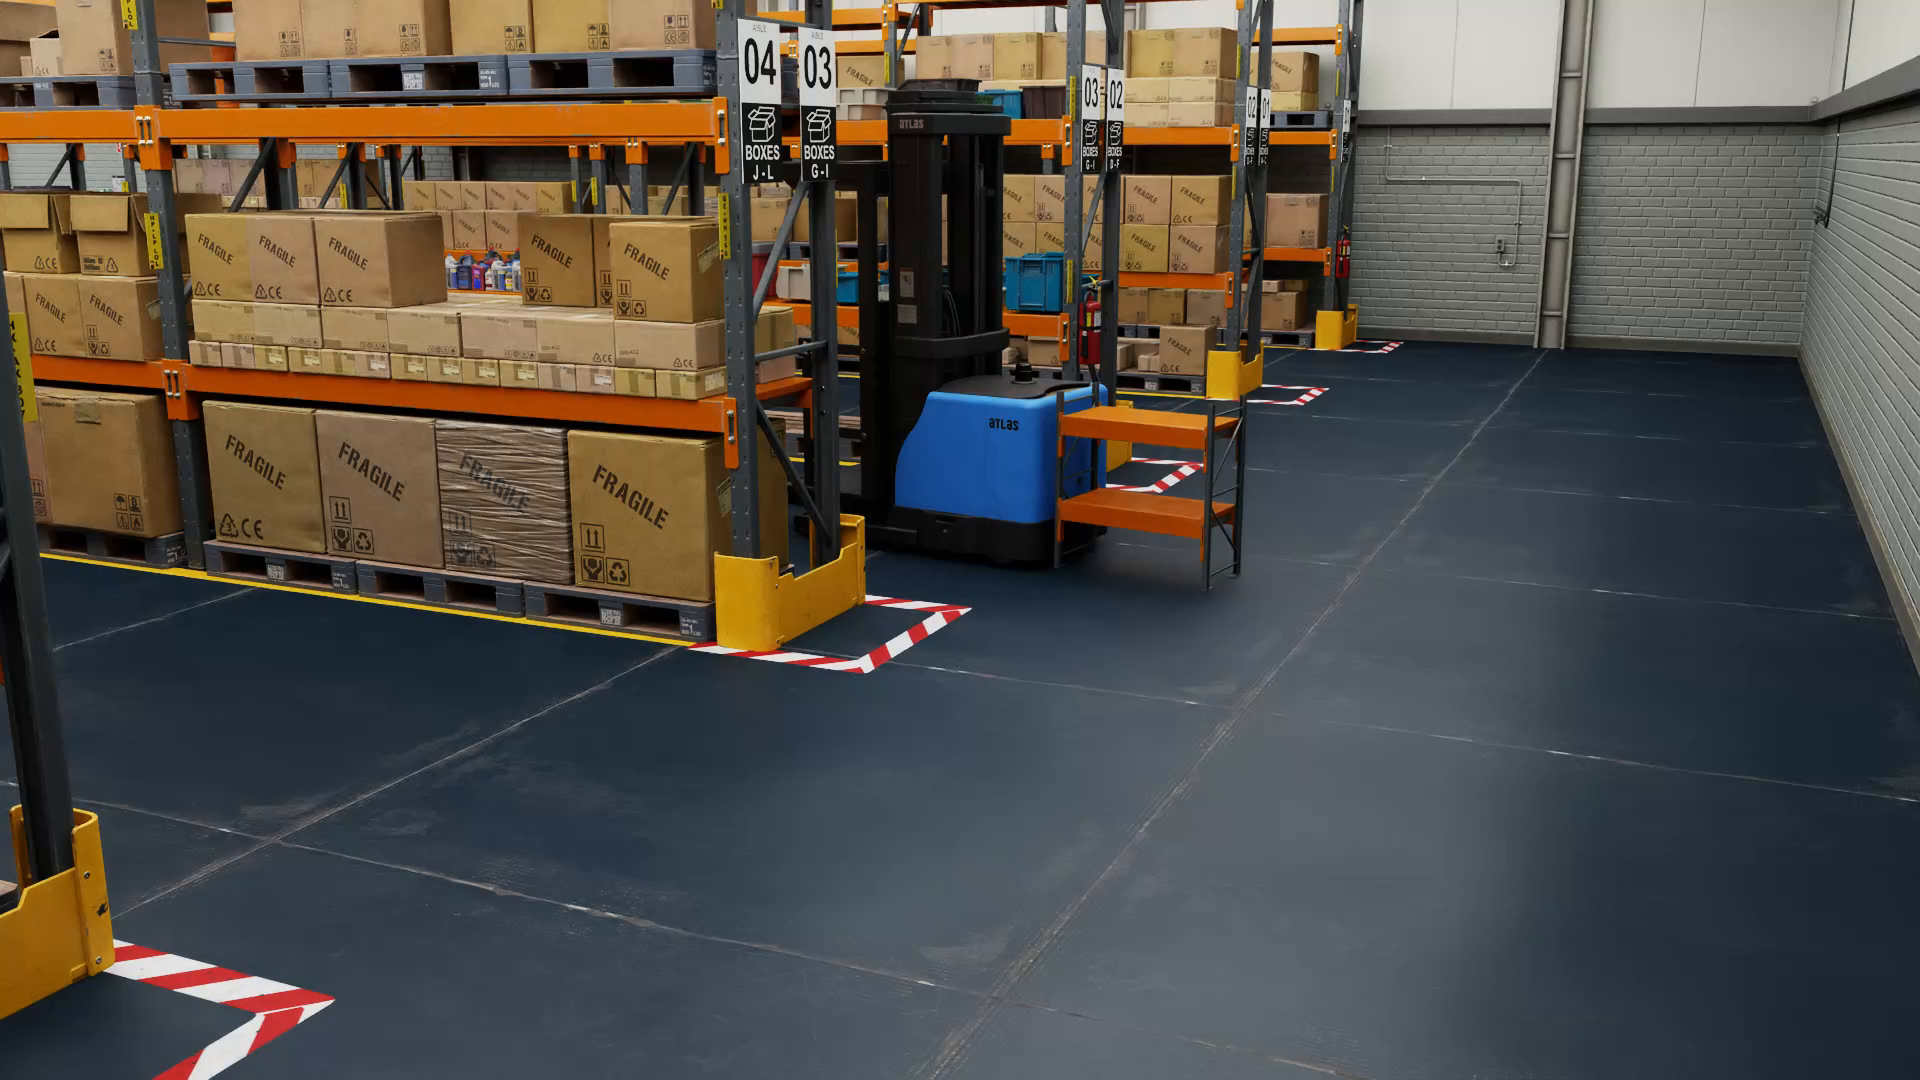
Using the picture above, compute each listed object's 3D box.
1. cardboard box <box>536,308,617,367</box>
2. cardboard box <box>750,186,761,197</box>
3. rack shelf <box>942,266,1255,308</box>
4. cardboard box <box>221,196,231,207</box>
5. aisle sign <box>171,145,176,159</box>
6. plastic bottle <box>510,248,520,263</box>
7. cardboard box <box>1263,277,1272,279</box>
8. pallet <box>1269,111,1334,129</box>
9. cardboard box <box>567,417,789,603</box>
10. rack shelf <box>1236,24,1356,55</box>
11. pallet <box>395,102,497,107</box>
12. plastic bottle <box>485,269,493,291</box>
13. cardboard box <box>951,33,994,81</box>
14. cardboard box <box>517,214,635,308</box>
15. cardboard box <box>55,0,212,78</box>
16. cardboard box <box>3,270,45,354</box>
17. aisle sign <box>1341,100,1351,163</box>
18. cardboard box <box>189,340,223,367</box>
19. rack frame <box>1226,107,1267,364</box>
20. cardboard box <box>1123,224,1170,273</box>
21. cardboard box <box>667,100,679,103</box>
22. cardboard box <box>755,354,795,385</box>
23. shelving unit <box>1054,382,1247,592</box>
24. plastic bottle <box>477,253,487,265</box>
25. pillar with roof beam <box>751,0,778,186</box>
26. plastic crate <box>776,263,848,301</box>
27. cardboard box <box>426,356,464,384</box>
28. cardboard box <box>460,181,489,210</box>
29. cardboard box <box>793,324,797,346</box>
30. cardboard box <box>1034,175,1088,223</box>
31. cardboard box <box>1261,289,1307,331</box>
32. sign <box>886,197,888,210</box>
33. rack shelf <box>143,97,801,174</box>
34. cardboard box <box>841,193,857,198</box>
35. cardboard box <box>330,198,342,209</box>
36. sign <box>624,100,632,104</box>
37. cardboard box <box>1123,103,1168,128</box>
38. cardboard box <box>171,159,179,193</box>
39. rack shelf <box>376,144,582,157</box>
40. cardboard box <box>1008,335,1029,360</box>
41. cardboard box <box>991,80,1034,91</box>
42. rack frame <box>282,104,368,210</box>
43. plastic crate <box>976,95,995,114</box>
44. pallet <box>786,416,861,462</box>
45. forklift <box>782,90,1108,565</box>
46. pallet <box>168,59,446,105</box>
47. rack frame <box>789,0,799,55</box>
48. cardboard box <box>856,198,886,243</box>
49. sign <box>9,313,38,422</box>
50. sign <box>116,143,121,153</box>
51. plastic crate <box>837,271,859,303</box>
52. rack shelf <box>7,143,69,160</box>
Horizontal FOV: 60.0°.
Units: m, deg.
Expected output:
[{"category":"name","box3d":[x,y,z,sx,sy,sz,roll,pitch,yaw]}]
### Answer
[{"category":"cardboard box","box3d":[-1.961,-1.114,9.112,0.500,0.250,0.500,6,14,22]},{"category":"cardboard box","box3d":[-3.198,-5.200,25.666,0.500,0.500,0.700,4,14,18]},{"category":"rack shelf","box3d":[1.241,-2.909,18.661,4.000,0.370,1.077,6,14,23]},{"category":"cardboard box","box3d":[-10.110,-4.719,23.161,0.250,0.149,0.380,6,14,23]},{"category":"aisle sign","box3d":[-11.501,-5.888,24.089,0.004,0.787,0.394,6,14,23]},{"category":"plastic bottle","box3d":[-4.248,-2.649,16.087,0.185,0.351,0.144,6,14,23]},{"category":"cardboard box","box3d":[4.124,-3.533,22.879,0.250,0.149,0.380,6,14,23]},{"category":"pallet","box3d":[4.390,-5.593,22.151,1.213,0.211,1.003,6,14,23]},{"category":"cardboard box","box3d":[-1.564,-0.218,9.349,0.875,0.875,0.875,6,14,23]},{"category":"rack shelf","box3d":[3.244,-6.670,22.432,4.000,0.370,1.077,6,14,23]},{"category":"pallet","box3d":[-4.392,-3.935,15.305,1.213,0.211,1.003,6,14,23]},{"category":"plastic bottle","box3d":[-4.336,-2.402,15.359,0.097,0.201,0.097,0,13,0]},{"category":"cardboard box","box3d":[0.272,-5.327,18.418,0.500,0.500,0.700,6,14,23]},{"category":"cardboard box","box3d":[-2.209,-1.636,9.697,0.500,0.500,0.500,5,14,22]},{"category":"cardboard box","box3d":[-5.138,-3.141,10.369,0.500,0.500,0.700,6,15,25]},{"category":"cardboard box","box3d":[-6.072,-1.505,10.882,0.500,0.500,0.500,6,14,23]},{"category":"aisle sign","box3d":[5.017,-5.305,21.608,0.004,0.787,0.394,6,14,23]},{"category":"cardboard box","box3d":[-4.468,-1.156,10.167,0.250,0.149,0.380,6,14,23]},{"category":"rack frame","box3d":[3.069,-3.074,17.790,0.127,3.000,1.000,6,14,23]},{"category":"cardboard box","box3d":[2.074,-3.155,17.914,0.500,0.500,0.500,6,14,24]},{"category":"cardboard box","box3d":[-3.366,-5.243,20.247,0.500,0.500,0.910,6,14,23]},{"category":"cardboard box","box3d":[-1.137,-0.985,9.436,0.250,0.149,0.380,6,14,24]},{"category":"shelving unit","box3d":[1.168,-0.351,10.289,1.048,1.125,0.538,8,16,32]},{"category":"plastic bottle","box3d":[-4.667,-2.669,16.320,0.133,0.283,0.061,6,14,23]},{"category":"pillar with roof beam","box3d":[-4.824,-7.172,22.121,0.400,9.000,9.100,6,14,23]},{"category":"plastic crate","box3d":[-1.276,-2.202,14.200,0.530,0.282,0.437,6,14,23]},{"category":"cardboard box","box3d":[-2.803,-0.989,9.453,0.250,0.149,0.380,6,15,24]},{"category":"cardboard box","box3d":[-7.847,-5.642,27.377,0.500,0.500,0.500,6,15,25]},{"category":"cardboard box","box3d":[-2.062,-2.521,19.942,0.500,0.500,0.500,6,14,24]},{"category":"cardboard box","box3d":[1.143,-3.734,18.196,0.500,0.500,0.500,6,15,25]},{"category":"cardboard box","box3d":[4.392,-3.141,22.625,0.500,0.500,0.700,6,14,23]},{"category":"sign","box3d":[-0.809,-3.892,18.739,0.005,0.325,0.100,6,14,23]},{"category":"rack shelf","box3d":[-2.775,-2.301,9.502,4.000,0.370,1.077,6,14,23]},{"category":"cardboard box","box3d":[-1.427,-4.904,24.673,0.500,0.500,0.500,6,15,25]},{"category":"cardboard box","box3d":[-8.238,-4.529,22.353,0.250,0.149,0.380,6,14,23]},{"category":"sign","box3d":[-2.822,-3.760,14.127,0.005,0.325,0.100,6,14,23]},{"category":"cardboard box","box3d":[2.040,-4.503,17.639,0.500,0.250,0.500,6,14,23]},{"category":"cardboard box","box3d":[-11.089,-5.184,23.723,0.500,0.500,0.700,6,14,23]},{"category":"rack shelf","box3d":[-7.728,-6.515,27.461,4.000,0.370,1.077,6,14,23]},{"category":"cardboard box","box3d":[0.734,-2.287,19.356,0.500,0.311,0.500,6,14,23]},{"category":"cardboard box","box3d":[0.666,-4.884,18.169,0.500,0.250,0.500,6,14,23]},{"category":"rack frame","box3d":[-6.255,-2.780,16.537,0.127,3.000,1.000,6,14,23]},{"category":"plastic crate","box3d":[0.042,-3.429,13.199,0.336,0.188,0.450,6,14,23]},{"category":"pallet","box3d":[-0.790,-0.880,14.543,1.213,0.211,1.003,6,14,23]},{"category":"forklift","box3d":[-0.526,-1.505,11.253,3.031,2.935,1.130,8,16,32]},{"category":"pallet","box3d":[-3.860,-2.715,9.886,1.213,0.211,1.003,6,14,23]},{"category":"rack frame","box3d":[-2.242,-7.770,24.670,0.127,3.000,1.000,6,14,23]},{"category":"cardboard box","box3d":[-0.930,-3.788,19.694,0.500,0.500,0.700,1,13,4]},{"category":"sign","box3d":[-2.828,-0.514,4.983,0.005,0.325,0.100,6,14,23]},{"category":"sign","box3d":[-16.263,-7.647,32.205,0.199,0.298,0.001,6,14,23]},{"category":"plastic crate","box3d":[-0.922,-2.124,13.976,0.300,0.233,0.416,6,14,23]},{"category":"rack shelf","box3d":[-11.741,-4.445,18.642,4.000,0.370,1.077,6,14,23]}]
